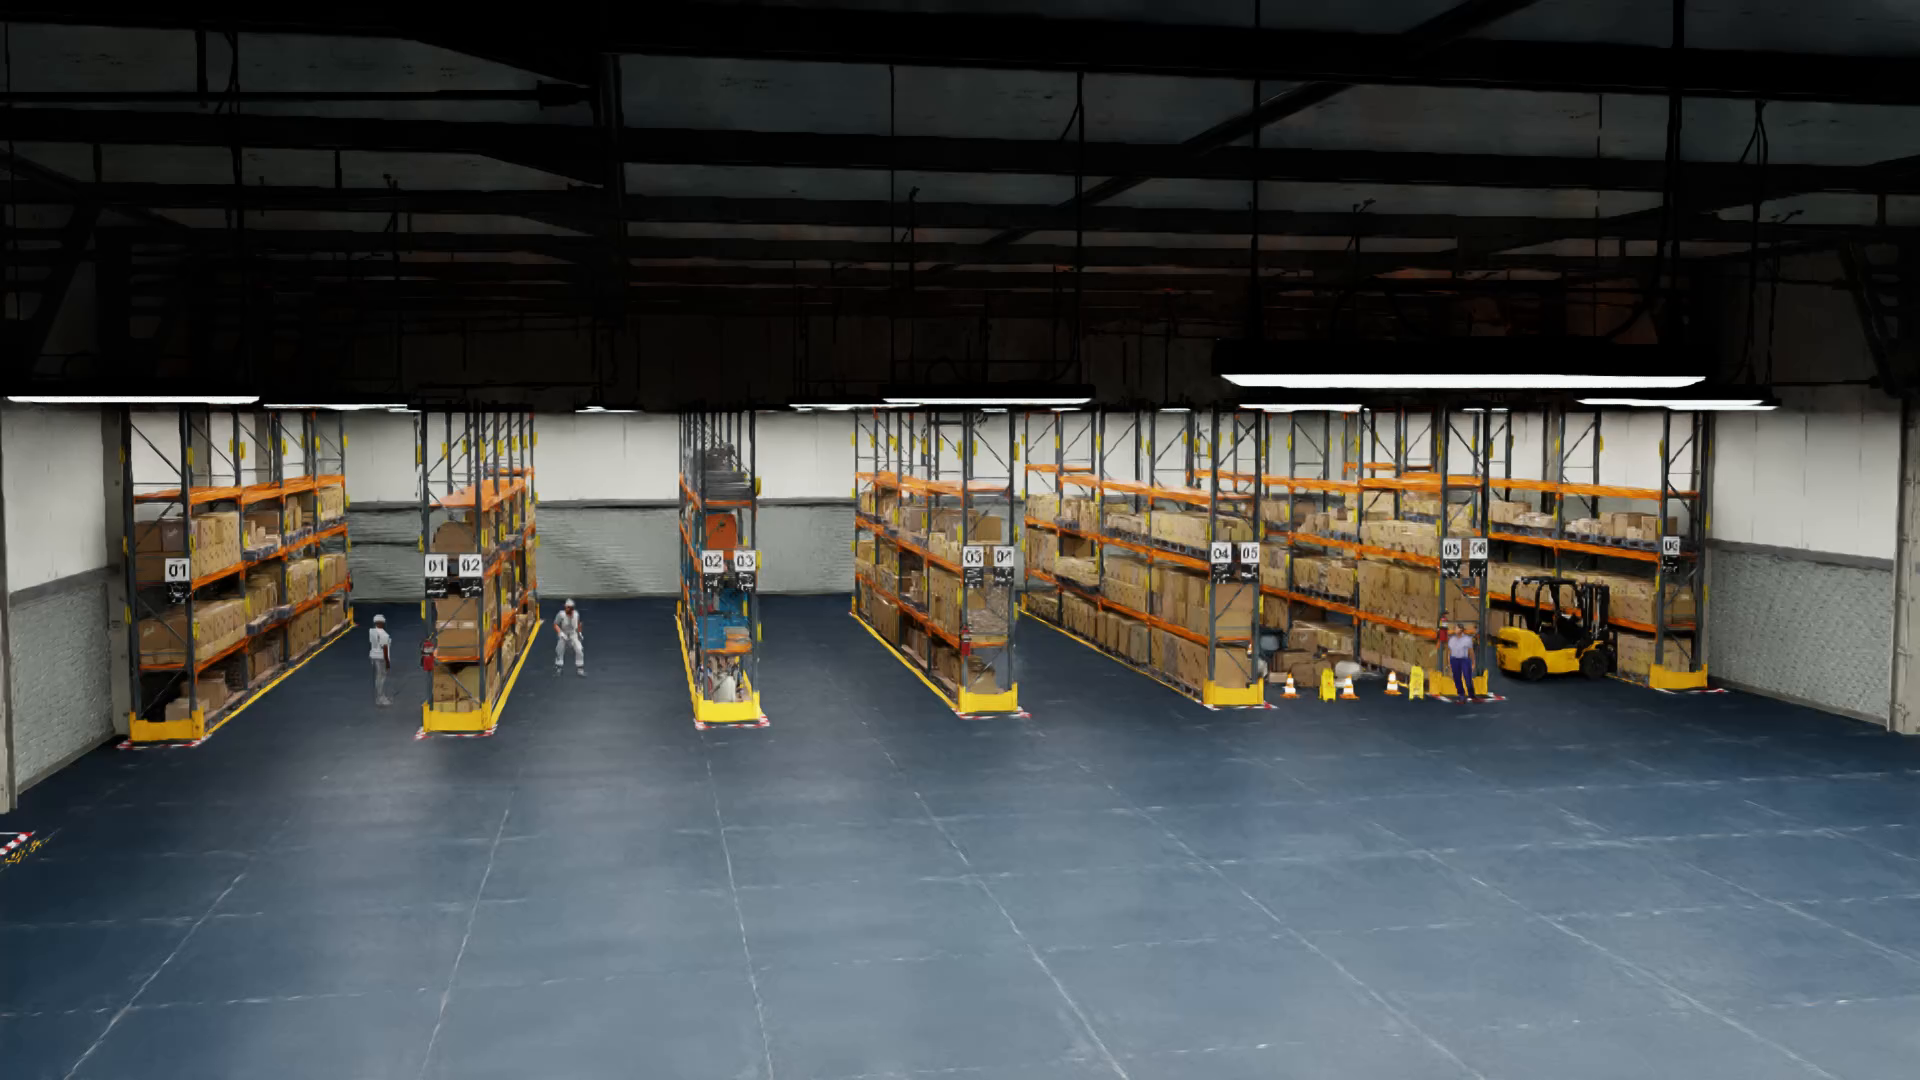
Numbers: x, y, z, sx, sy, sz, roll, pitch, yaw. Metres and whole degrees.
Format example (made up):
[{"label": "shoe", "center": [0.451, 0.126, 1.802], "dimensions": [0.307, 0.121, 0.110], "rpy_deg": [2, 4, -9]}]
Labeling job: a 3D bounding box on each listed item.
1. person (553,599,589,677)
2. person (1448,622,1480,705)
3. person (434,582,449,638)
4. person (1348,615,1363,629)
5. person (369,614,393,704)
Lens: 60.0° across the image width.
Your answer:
[{"label": "person", "center": [-8.535, 2.119, 36.263], "dimensions": [0.686, 1.716, 0.838], "rpy_deg": [-2, 5, -27]}, {"label": "person", "center": [9.937, 2.448, 32.776], "dimensions": [0.624, 1.604, 0.462], "rpy_deg": [3, 5, 34]}, {"label": "person", "center": [-13.092, 1.726, 42.366], "dimensions": [0.598, 1.619, 0.507], "rpy_deg": [-1, 4, -13]}, {"label": "person", "center": [10.463, 1.580, 44.197], "dimensions": [0.522, 1.591, 0.523], "rpy_deg": [1, 5, 18]}, {"label": "person", "center": [-11.426, 2.340, 32.912], "dimensions": [0.452, 1.768, 0.632], "rpy_deg": [-4, 6, -42]}]
